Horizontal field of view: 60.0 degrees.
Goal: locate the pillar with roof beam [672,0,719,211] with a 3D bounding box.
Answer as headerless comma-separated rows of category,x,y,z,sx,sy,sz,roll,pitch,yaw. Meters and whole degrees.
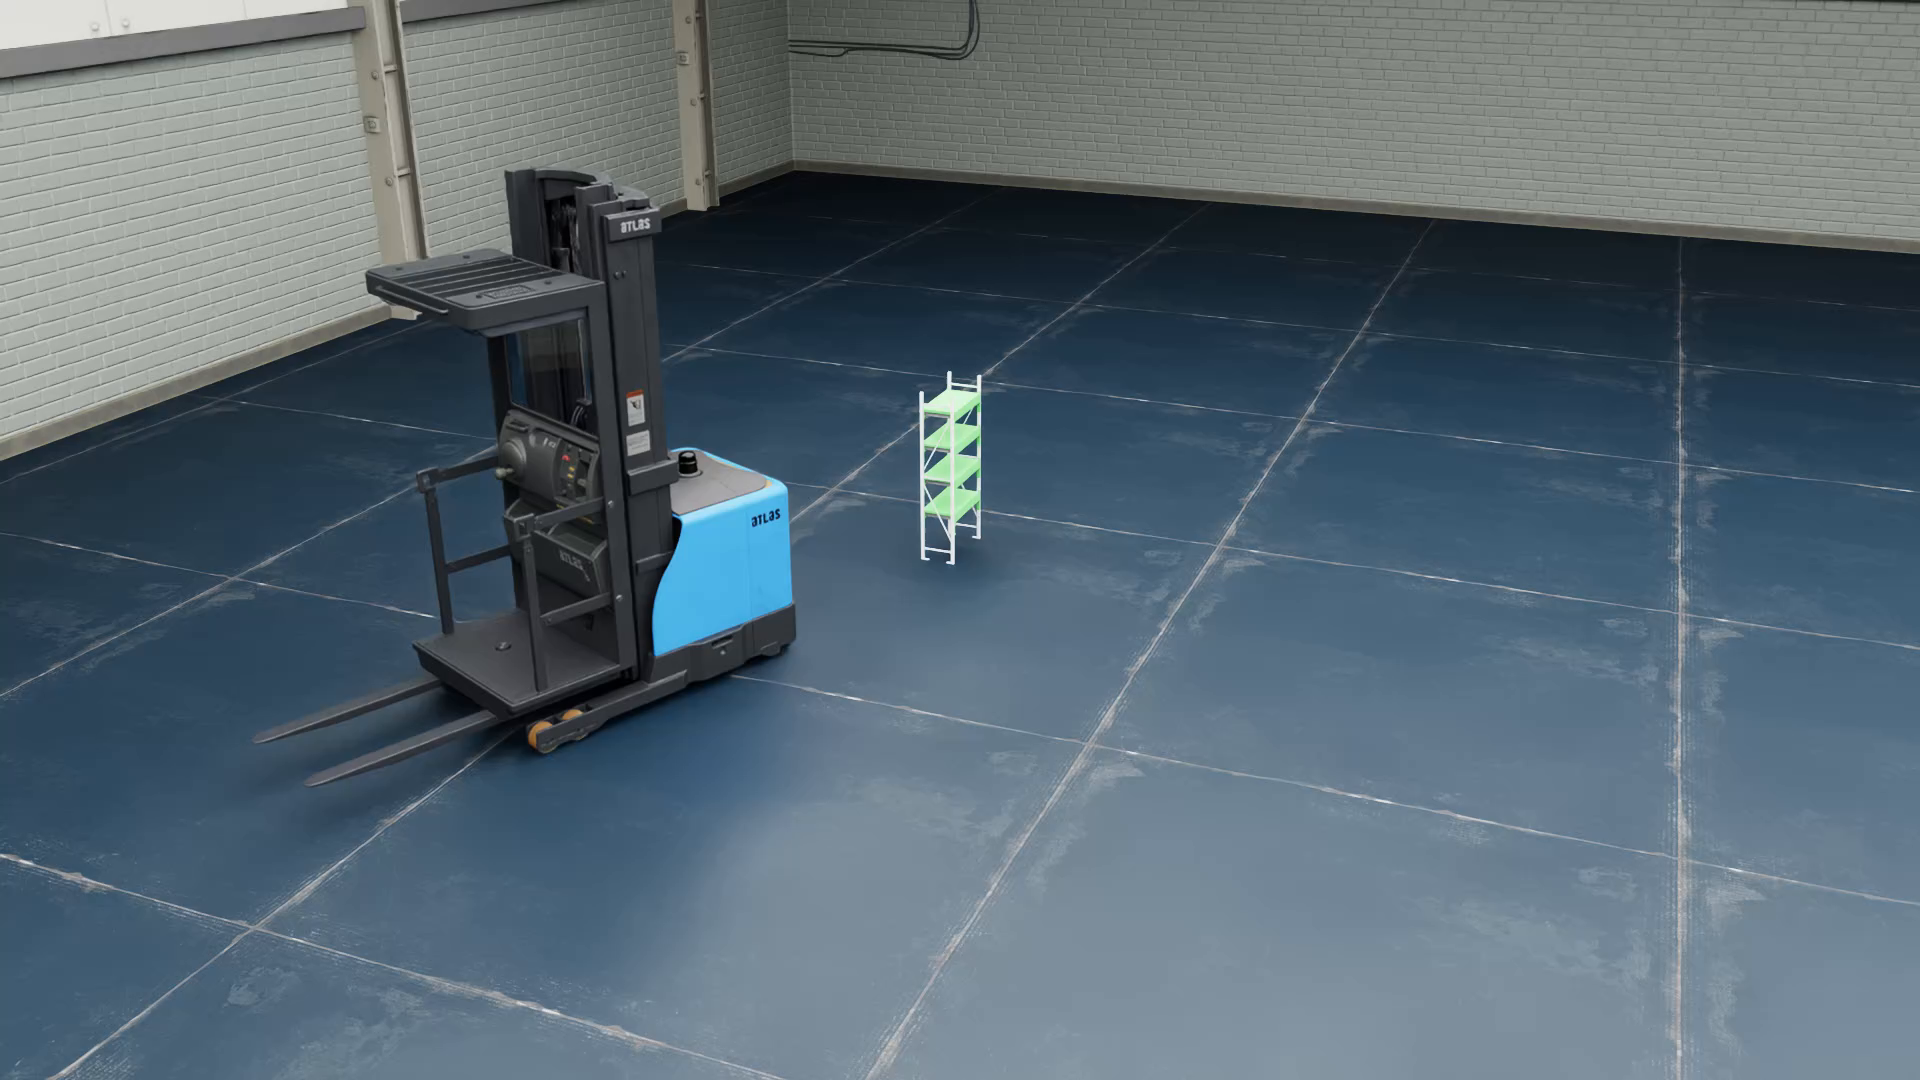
pillar with roof beam,0.504,-8.049,19.344,9.100,9.000,0.400,9,24,20

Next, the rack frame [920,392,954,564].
rack frame,-0.152,-0.407,11.168,0.240,1.200,0.015,9,24,20

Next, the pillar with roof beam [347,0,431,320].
pillar with roof beam,-1.724,-5.902,14.204,9.100,9.000,0.400,9,24,20

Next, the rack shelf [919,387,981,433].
rack shelf,-0.061,-0.878,11.217,0.258,0.148,0.480,9,24,20

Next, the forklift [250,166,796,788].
forklift,-2.397,-0.425,8.964,3.031,2.935,1.130,-21,31,-41

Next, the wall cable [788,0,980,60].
wall cable,-1.171,-8.097,23.489,3.097,2.526,0.112,9,24,20

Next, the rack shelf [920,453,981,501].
rack shelf,-0.061,-0.435,11.402,0.258,0.148,0.480,9,24,20

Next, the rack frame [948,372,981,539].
rack frame,0.029,-0.582,11.586,0.240,1.200,0.015,9,24,20

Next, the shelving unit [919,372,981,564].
shelving unit,-0.061,-0.494,11.377,0.258,1.200,0.503,9,24,20

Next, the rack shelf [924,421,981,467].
rack shelf,-0.061,-0.657,11.309,0.258,0.148,0.480,9,24,20

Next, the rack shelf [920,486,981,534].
rack shelf,-0.061,-0.214,11.494,0.258,0.148,0.480,9,24,20
